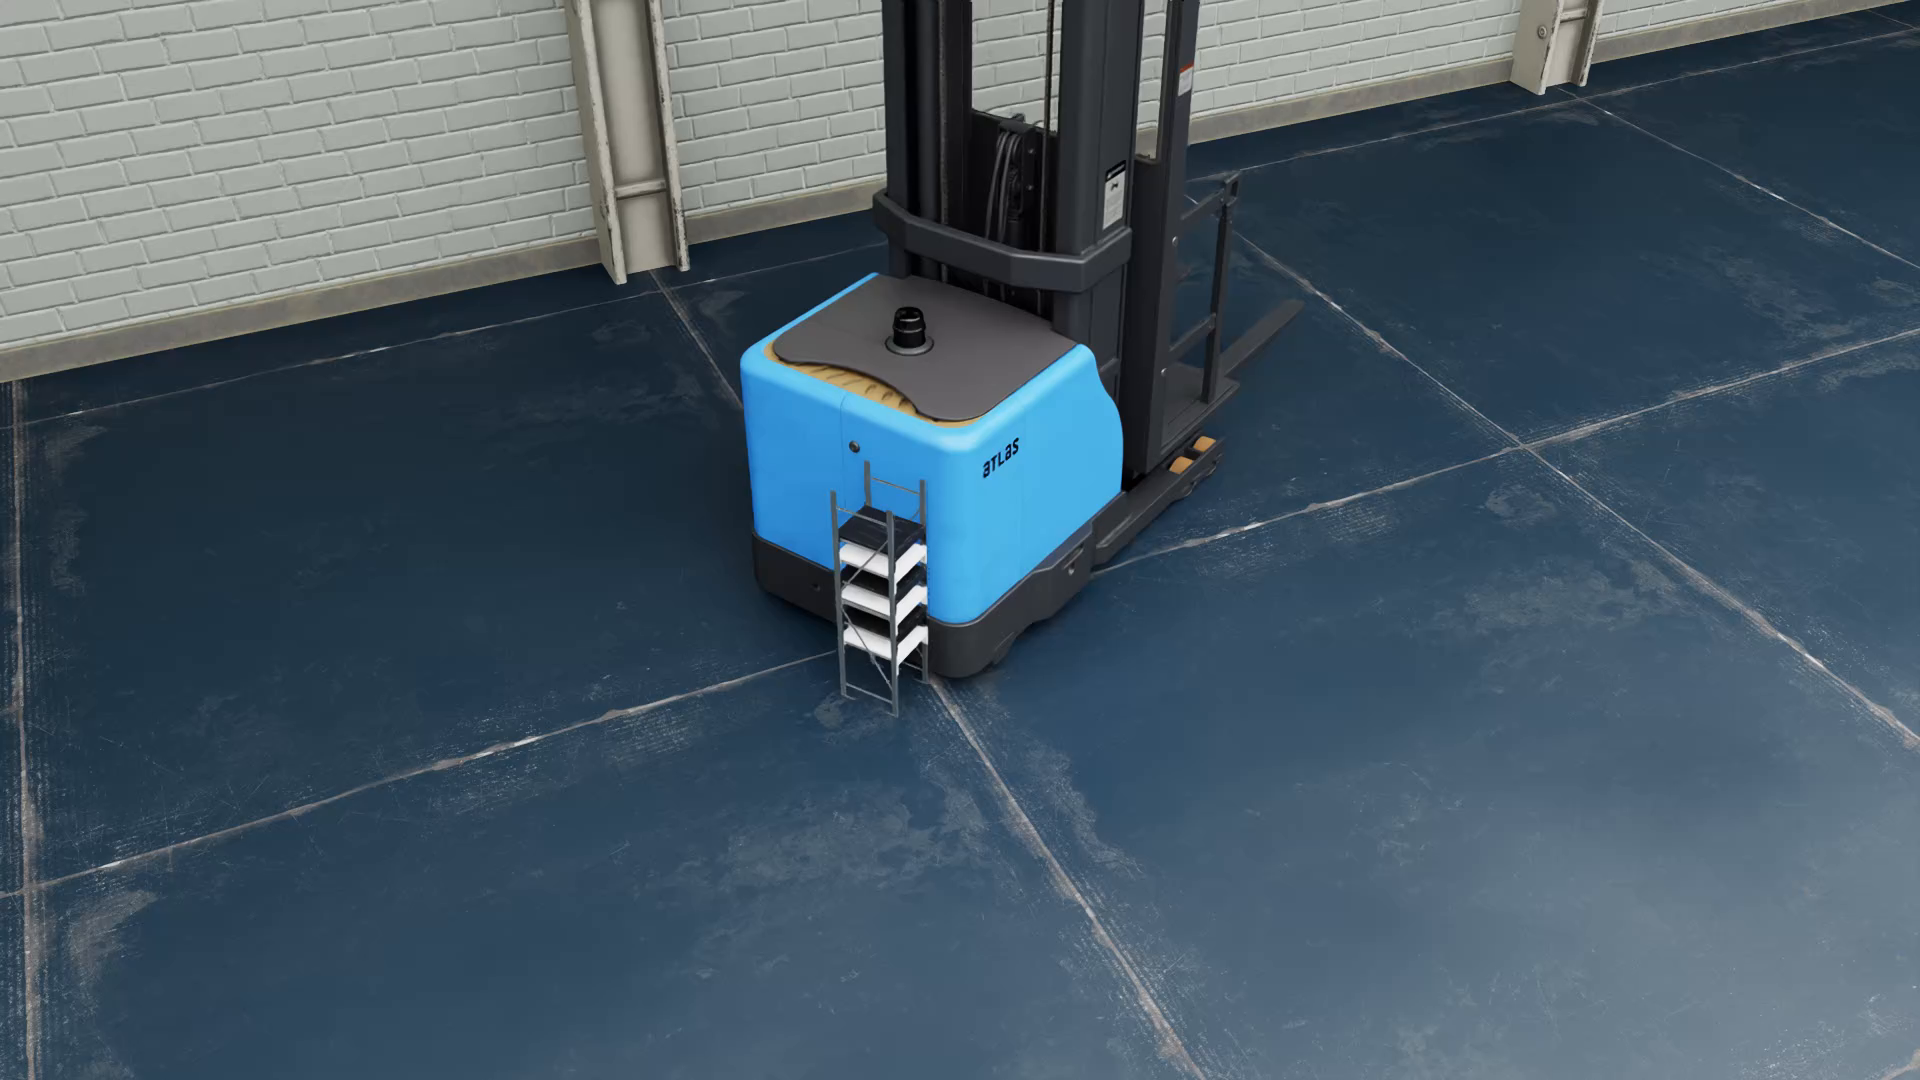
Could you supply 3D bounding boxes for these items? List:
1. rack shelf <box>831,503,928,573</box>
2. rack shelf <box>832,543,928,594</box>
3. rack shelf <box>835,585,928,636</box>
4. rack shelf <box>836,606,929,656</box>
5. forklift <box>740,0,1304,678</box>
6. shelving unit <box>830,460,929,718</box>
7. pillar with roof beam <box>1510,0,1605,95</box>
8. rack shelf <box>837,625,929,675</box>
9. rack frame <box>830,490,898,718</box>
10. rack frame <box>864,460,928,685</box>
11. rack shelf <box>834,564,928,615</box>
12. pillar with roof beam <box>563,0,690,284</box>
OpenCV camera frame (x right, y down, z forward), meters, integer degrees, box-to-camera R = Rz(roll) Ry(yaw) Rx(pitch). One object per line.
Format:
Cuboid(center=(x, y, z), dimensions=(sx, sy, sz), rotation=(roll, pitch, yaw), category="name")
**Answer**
Cuboid(center=(-0.271, -0.009, 5.609), dimensions=(0.258, 0.077, 0.200), rotation=(19, 41, 24), category="rack shelf")
Cuboid(center=(-0.271, 0.063, 5.662), dimensions=(0.258, 0.077, 0.200), rotation=(19, 41, 24), category="rack shelf")
Cuboid(center=(-0.271, 0.208, 5.770), dimensions=(0.258, 0.077, 0.200), rotation=(19, 41, 24), category="rack shelf")
Cuboid(center=(-0.271, 0.280, 5.824), dimensions=(0.258, 0.077, 0.200), rotation=(19, 41, 24), category="rack shelf")
Cuboid(center=(0.478, -1.514, 6.330), dimensions=(1.130, 2.935, 3.031), rotation=(23, 42, 28), category="forklift")
Cuboid(center=(-0.271, 0.181, 5.750), dimensions=(0.258, 0.900, 0.210), rotation=(19, 41, 24), category="shelving unit")
Cuboid(center=(5.615, -4.251, 4.928), dimensions=(0.400, 9.000, 9.100), rotation=(-16, 39, -20), category="pillar with roof beam")
Cuboid(center=(-0.272, 0.352, 5.877), dimensions=(0.258, 0.077, 0.200), rotation=(19, 41, 24), category="rack shelf")
Cuboid(center=(-0.323, 0.233, 5.680), dimensions=(0.240, 0.900, 0.006), rotation=(19, 41, 24), category="rack frame")
Cuboid(center=(-0.220, 0.129, 5.820), dimensions=(0.240, 0.900, 0.006), rotation=(19, 41, 24), category="rack frame")
Cuboid(center=(-0.271, 0.135, 5.716), dimensions=(0.258, 0.077, 0.200), rotation=(19, 41, 24), category="rack shelf")
Cuboid(center=(0.184, -2.733, 2.881), dimensions=(0.400, 9.000, 9.100), rotation=(-16, 39, -20), category="pillar with roof beam")
